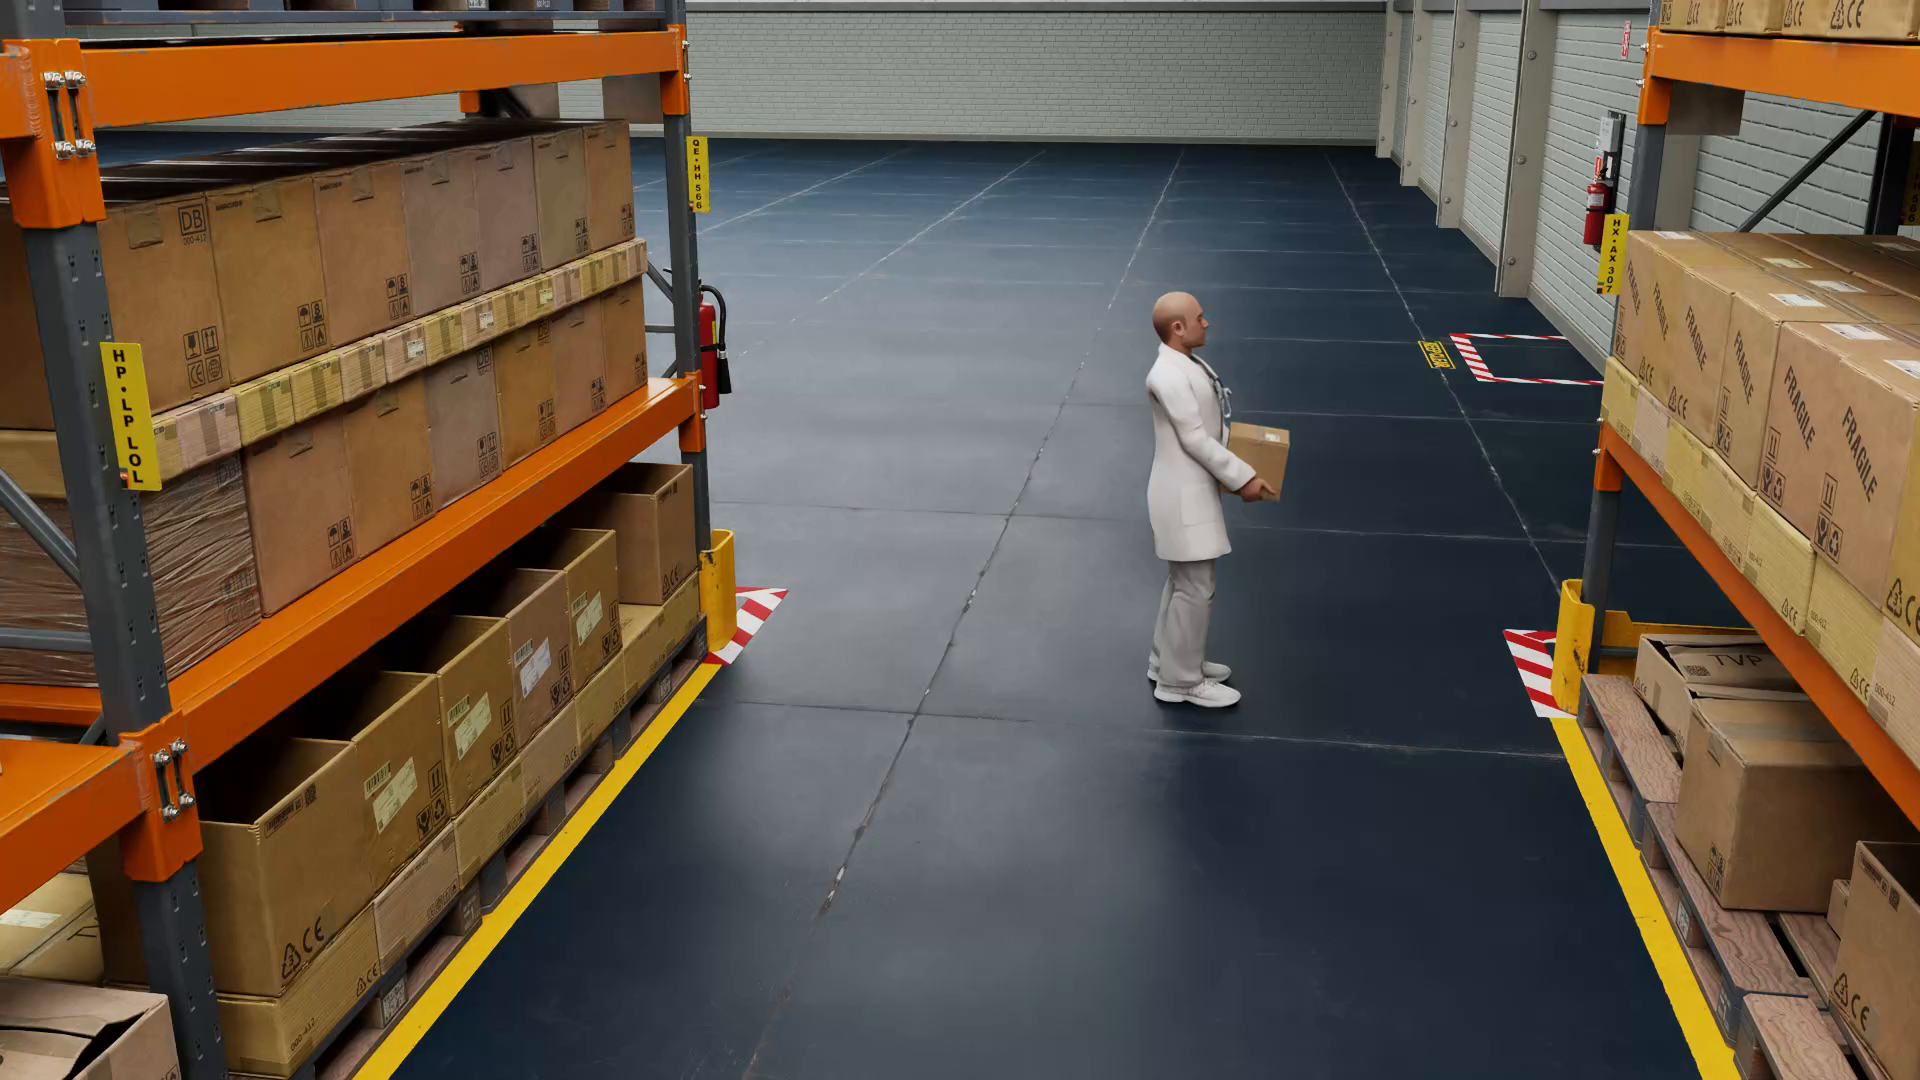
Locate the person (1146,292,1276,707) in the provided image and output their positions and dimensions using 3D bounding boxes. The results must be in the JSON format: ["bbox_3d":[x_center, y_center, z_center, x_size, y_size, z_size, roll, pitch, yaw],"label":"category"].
[{"bbox_3d":[1.068,-0.173,7.132,0.554,1.771,0.529,3,18,10],"label":"person"}]
